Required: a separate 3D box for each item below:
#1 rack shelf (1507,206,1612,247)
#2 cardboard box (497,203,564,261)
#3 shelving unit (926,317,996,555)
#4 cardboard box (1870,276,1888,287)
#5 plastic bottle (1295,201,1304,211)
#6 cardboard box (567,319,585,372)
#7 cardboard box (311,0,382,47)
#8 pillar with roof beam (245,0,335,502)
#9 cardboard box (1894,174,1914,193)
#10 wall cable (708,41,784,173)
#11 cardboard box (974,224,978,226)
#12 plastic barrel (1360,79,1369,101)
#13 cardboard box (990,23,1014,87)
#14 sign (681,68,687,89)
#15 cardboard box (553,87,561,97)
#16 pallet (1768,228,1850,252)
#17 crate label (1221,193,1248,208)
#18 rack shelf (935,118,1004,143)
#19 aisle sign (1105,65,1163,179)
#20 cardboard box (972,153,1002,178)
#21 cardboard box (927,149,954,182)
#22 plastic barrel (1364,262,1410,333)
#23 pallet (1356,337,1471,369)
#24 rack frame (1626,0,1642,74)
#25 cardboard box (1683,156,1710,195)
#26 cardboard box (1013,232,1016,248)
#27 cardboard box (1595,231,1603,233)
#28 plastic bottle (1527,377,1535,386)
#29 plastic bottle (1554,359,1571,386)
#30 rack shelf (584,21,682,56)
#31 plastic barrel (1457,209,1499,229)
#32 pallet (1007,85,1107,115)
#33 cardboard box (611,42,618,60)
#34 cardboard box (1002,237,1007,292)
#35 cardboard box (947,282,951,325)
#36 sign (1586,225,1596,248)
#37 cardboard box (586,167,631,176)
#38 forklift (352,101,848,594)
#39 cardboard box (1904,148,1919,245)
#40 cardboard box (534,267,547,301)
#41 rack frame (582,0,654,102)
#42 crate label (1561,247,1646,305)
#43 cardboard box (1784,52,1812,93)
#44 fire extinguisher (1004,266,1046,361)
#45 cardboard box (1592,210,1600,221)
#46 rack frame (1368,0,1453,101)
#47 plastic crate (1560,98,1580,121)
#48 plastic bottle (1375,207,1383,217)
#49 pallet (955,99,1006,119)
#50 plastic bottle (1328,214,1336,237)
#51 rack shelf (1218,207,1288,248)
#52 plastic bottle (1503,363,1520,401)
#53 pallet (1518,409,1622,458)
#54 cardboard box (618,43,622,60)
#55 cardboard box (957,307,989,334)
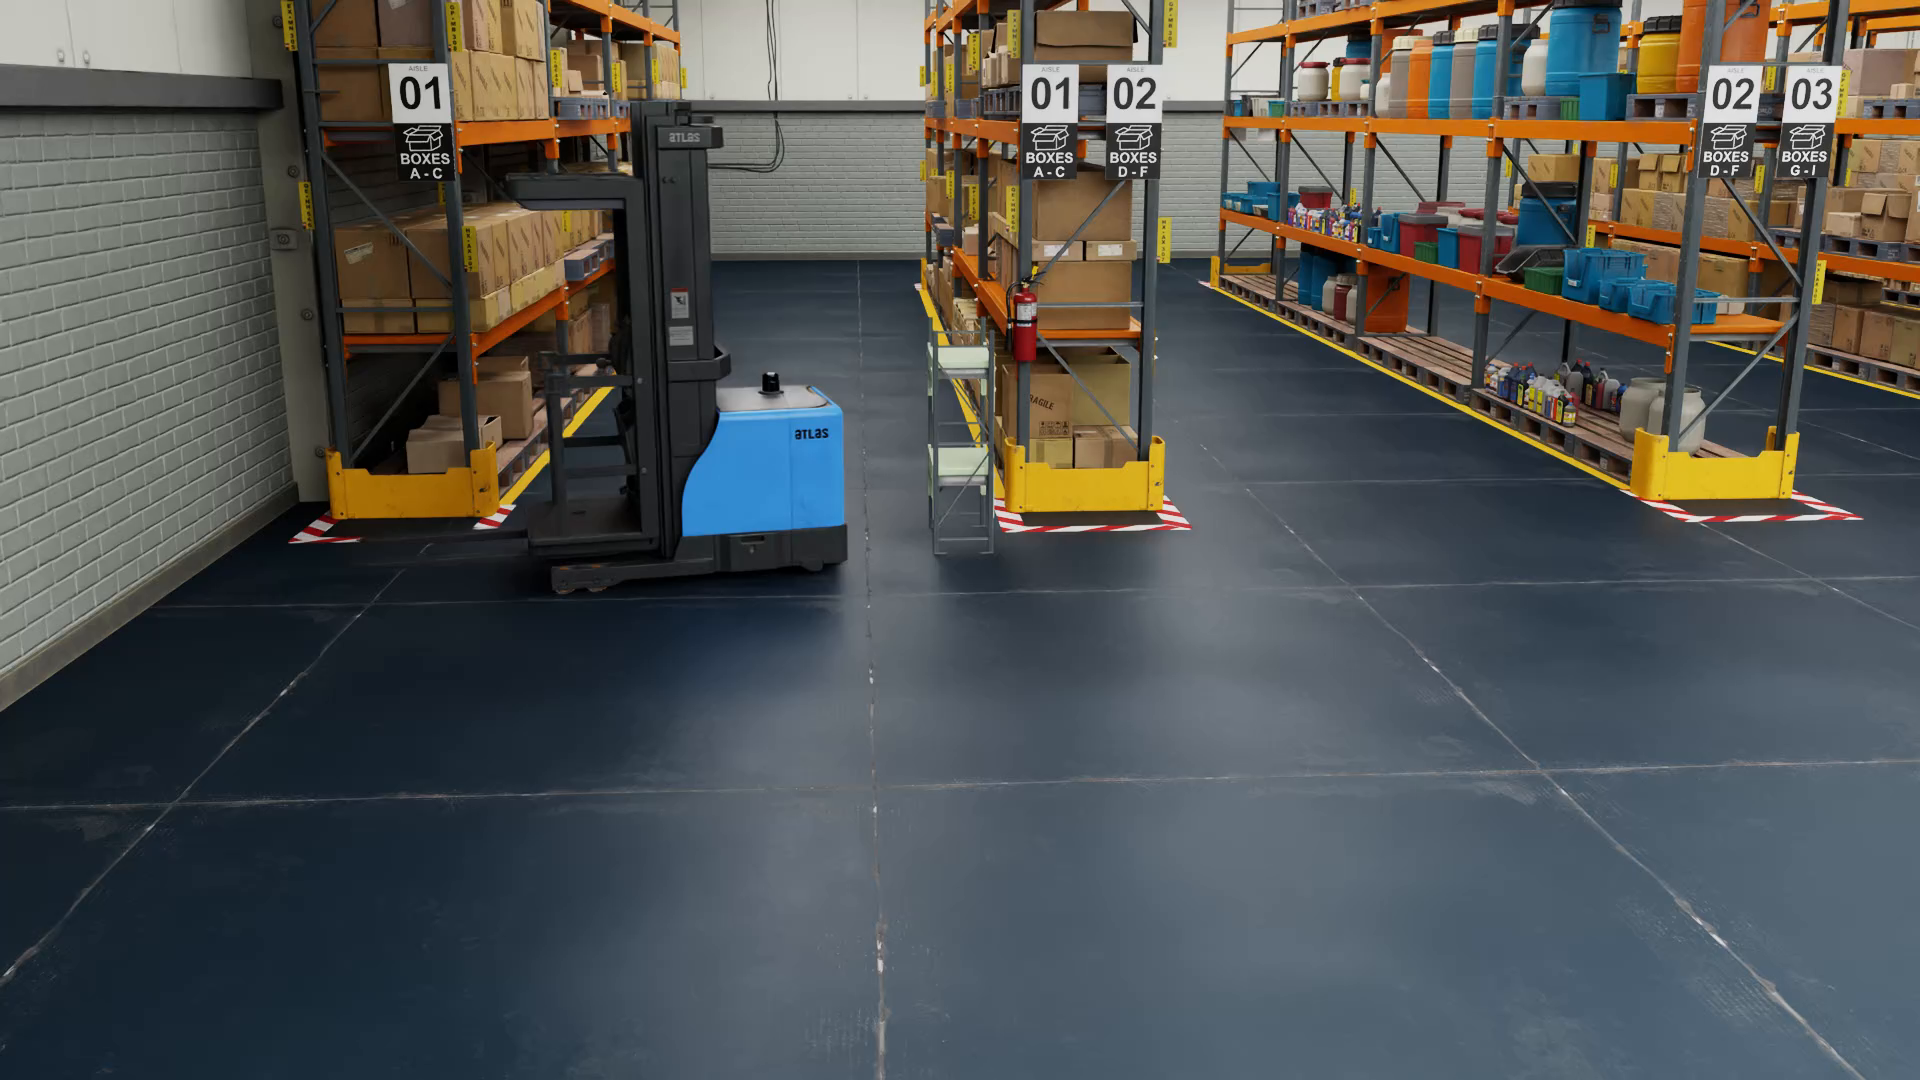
[{"bbox_3d":[9.946,-4.999,26.378,1.077,0.370,4.000,-1,14,-3],"label":"rack shelf"},{"bbox_3d":[-3.928,-2.818,15.215,0.500,0.500,0.500,-1,14,-4],"label":"cardboard box"},{"bbox_3d":[0.000,-0.725,11.333,0.431,1.500,0.755,-1,14,-3],"label":"shelving unit"},{"bbox_3d":[14.598,-4.073,26.217,0.380,0.149,0.250,-1,14,-4],"label":"cardboard box"},{"bbox_3d":[4.827,-4.647,23.665,0.144,0.351,0.185,-1,14,-3],"label":"plastic bottle"},{"bbox_3d":[-4.402,-2.071,17.690,0.700,0.500,0.500,-1,14,-3],"label":"cardboard box"},{"bbox_3d":[-4.306,-3.734,11.752,0.500,0.500,0.500,0,14,-1],"label":"cardboard box"},{"bbox_3d":[-0.628,-4.768,12.000,9.100,9.000,0.400,-1,14,-3],"label":"pillar with roof beam"},{"bbox_3d":[14.683,-5.339,25.458,0.500,0.500,0.500,-1,14,-5],"label":"cardboard box"},{"bbox_3d":[-5.003,-8.429,32.458,3.097,2.526,0.112,-1,14,-3],"label":"wall cable"},{"bbox_3d":[0.409,-3.568,19.555,0.500,0.311,0.500,0,14,0],"label":"cardboard box"},{"bbox_3d":[5.161,-5.632,20.810,0.301,0.262,0.301,0,14,0],"label":"plastic barrel"},{"bbox_3d":[0.654,-4.070,13.976,0.797,0.503,0.637,1,14,3],"label":"cardboard box"},{"bbox_3d":[-4.467,-7.463,26.875,0.100,0.325,0.005,-1,14,-3],"label":"sign"},{"bbox_3d":[-4.258,-4.534,16.444,0.500,0.311,0.500,0,14,-2],"label":"cardboard box"},{"bbox_3d":[10.468,-3.586,19.830,1.213,0.211,1.003,-1,14,-3],"label":"pallet"},{"bbox_3d":[4.565,-5.649,27.679,0.416,0.233,0.303,-1,14,-3],"label":"crate label"},{"bbox_3d":[0.306,-5.304,21.547,1.077,0.370,4.000,-1,14,-3],"label":"rack shelf"},{"bbox_3d":[1.235,-2.961,11.796,0.394,0.787,0.004,-1,14,-3],"label":"aisle sign"},{"bbox_3d":[0.434,-5.352,24.100,0.500,0.500,0.500,-1,14,-2],"label":"cardboard box"},{"bbox_3d":[-0.261,-5.981,26.544,0.500,0.500,0.500,-1,14,-3],"label":"cardboard box"},{"bbox_3d":[5.327,-3.052,20.881,0.600,0.830,0.708,-1,14,-3],"label":"plastic barrel"},{"bbox_3d":[5.383,-2.235,19.788,1.003,0.211,1.213,-1,14,-3],"label":"pallet"},{"bbox_3d":[10.070,-7.755,23.607,1.000,3.000,0.127,-1,14,-3],"label":"rack frame"},{"bbox_3d":[10.203,-4.900,22.337,0.797,0.503,0.637,0,14,-2],"label":"cardboard box"},{"bbox_3d":[0.630,-2.490,13.681,0.380,0.149,0.250,0,14,-2],"label":"cardboard box"},{"bbox_3d":[10.053,-4.413,26.080,0.875,0.875,0.875,-1,14,-3],"label":"cardboard box"},{"bbox_3d":[5.316,-1.385,15.483,0.097,0.271,0.097,0,14,0],"label":"plastic bottle"},{"bbox_3d":[5.805,-1.556,15.986,0.144,0.351,0.185,-1,14,-3],"label":"plastic bottle"},{"bbox_3d":[-4.886,-7.481,24.789,1.077,0.370,4.000,-1,14,-3],"label":"rack shelf"},{"bbox_3d":[5.709,-3.381,18.373,0.433,0.535,0.433,0,14,0],"label":"plastic barrel"},{"bbox_3d":[0.908,-3.299,12.487,1.003,0.211,1.213,-1,14,-3],"label":"pallet"},{"bbox_3d":[-4.838,-6.477,22.070,0.500,0.250,0.500,0,14,1],"label":"cardboard box"},{"bbox_3d":[0.751,-2.515,15.081,0.700,0.500,0.500,-1,14,-4],"label":"cardboard box"},{"bbox_3d":[0.106,-3.063,21.545,0.500,0.500,0.500,-1,14,-5],"label":"cardboard box"},{"bbox_3d":[6.172,-2.923,16.313,0.100,0.325,0.005,-1,14,-3],"label":"sign"},{"bbox_3d":[-4.319,-4.441,20.425,0.500,0.250,0.500,-1,14,-4],"label":"cardboard box"},{"bbox_3d":[-2.303,-1.232,10.432,3.031,2.935,1.130,-4,15,-15],"label":"forklift"},{"bbox_3d":[10.656,-3.554,17.272,1.000,1.000,1.000,-1,14,-3],"label":"cardboard box"},{"bbox_3d":[-3.865,-2.206,14.340,0.500,0.250,0.500,-1,14,-4],"label":"cardboard box"},{"bbox_3d":[-4.762,-7.526,22.716,1.000,3.000,0.127,-1,14,-3],"label":"rack frame"},{"bbox_3d":[5.486,-2.259,14.217,0.502,0.435,0.616,-1,14,-3],"label":"crate label"},{"bbox_3d":[10.090,-5.477,19.570,0.500,0.500,0.500,-1,14,-3],"label":"cardboard box"},{"bbox_3d":[0.469,-1.639,12.033,0.296,0.674,0.183,-1,14,-3],"label":"fire extinguisher"},{"bbox_3d":[9.707,-4.863,24.911,0.380,0.149,0.250,-1,14,-2],"label":"cardboard box"},{"bbox_3d":[5.374,-6.684,19.444,1.000,3.000,0.127,-1,14,-3],"label":"rack frame"},{"bbox_3d":[5.448,-3.737,14.436,0.336,0.188,0.450,-1,14,-3],"label":"plastic crate"},{"bbox_3d":[5.578,-4.252,22.130,0.144,0.351,0.185,-1,14,-3],"label":"plastic bottle"},{"bbox_3d":[0.561,-4.897,18.897,1.213,0.211,1.003,0,14,-1],"label":"pallet"},{"bbox_3d":[4.852,-4.100,21.676,0.061,0.283,0.133,-1,14,-3],"label":"plastic bottle"},{"bbox_3d":[5.002,-4.922,26.081,1.077,0.370,4.000,-1,14,-3],"label":"rack shelf"},{"bbox_3d":[5.258,-1.507,15.795,0.144,0.351,0.185,0,14,-2],"label":"plastic bottle"},{"bbox_3d":[5.700,-0.961,14.839,1.003,0.211,1.213,-1,14,-3],"label":"pallet"},{"bbox_3d":[-5.038,-6.785,23.611,0.500,0.500,0.500,-1,14,-4],"label":"cardboard box"},{"bbox_3d":[0.239,-2.454,18.594,0.500,0.311,0.500,-1,14,-5],"label":"cardboard box"}]
